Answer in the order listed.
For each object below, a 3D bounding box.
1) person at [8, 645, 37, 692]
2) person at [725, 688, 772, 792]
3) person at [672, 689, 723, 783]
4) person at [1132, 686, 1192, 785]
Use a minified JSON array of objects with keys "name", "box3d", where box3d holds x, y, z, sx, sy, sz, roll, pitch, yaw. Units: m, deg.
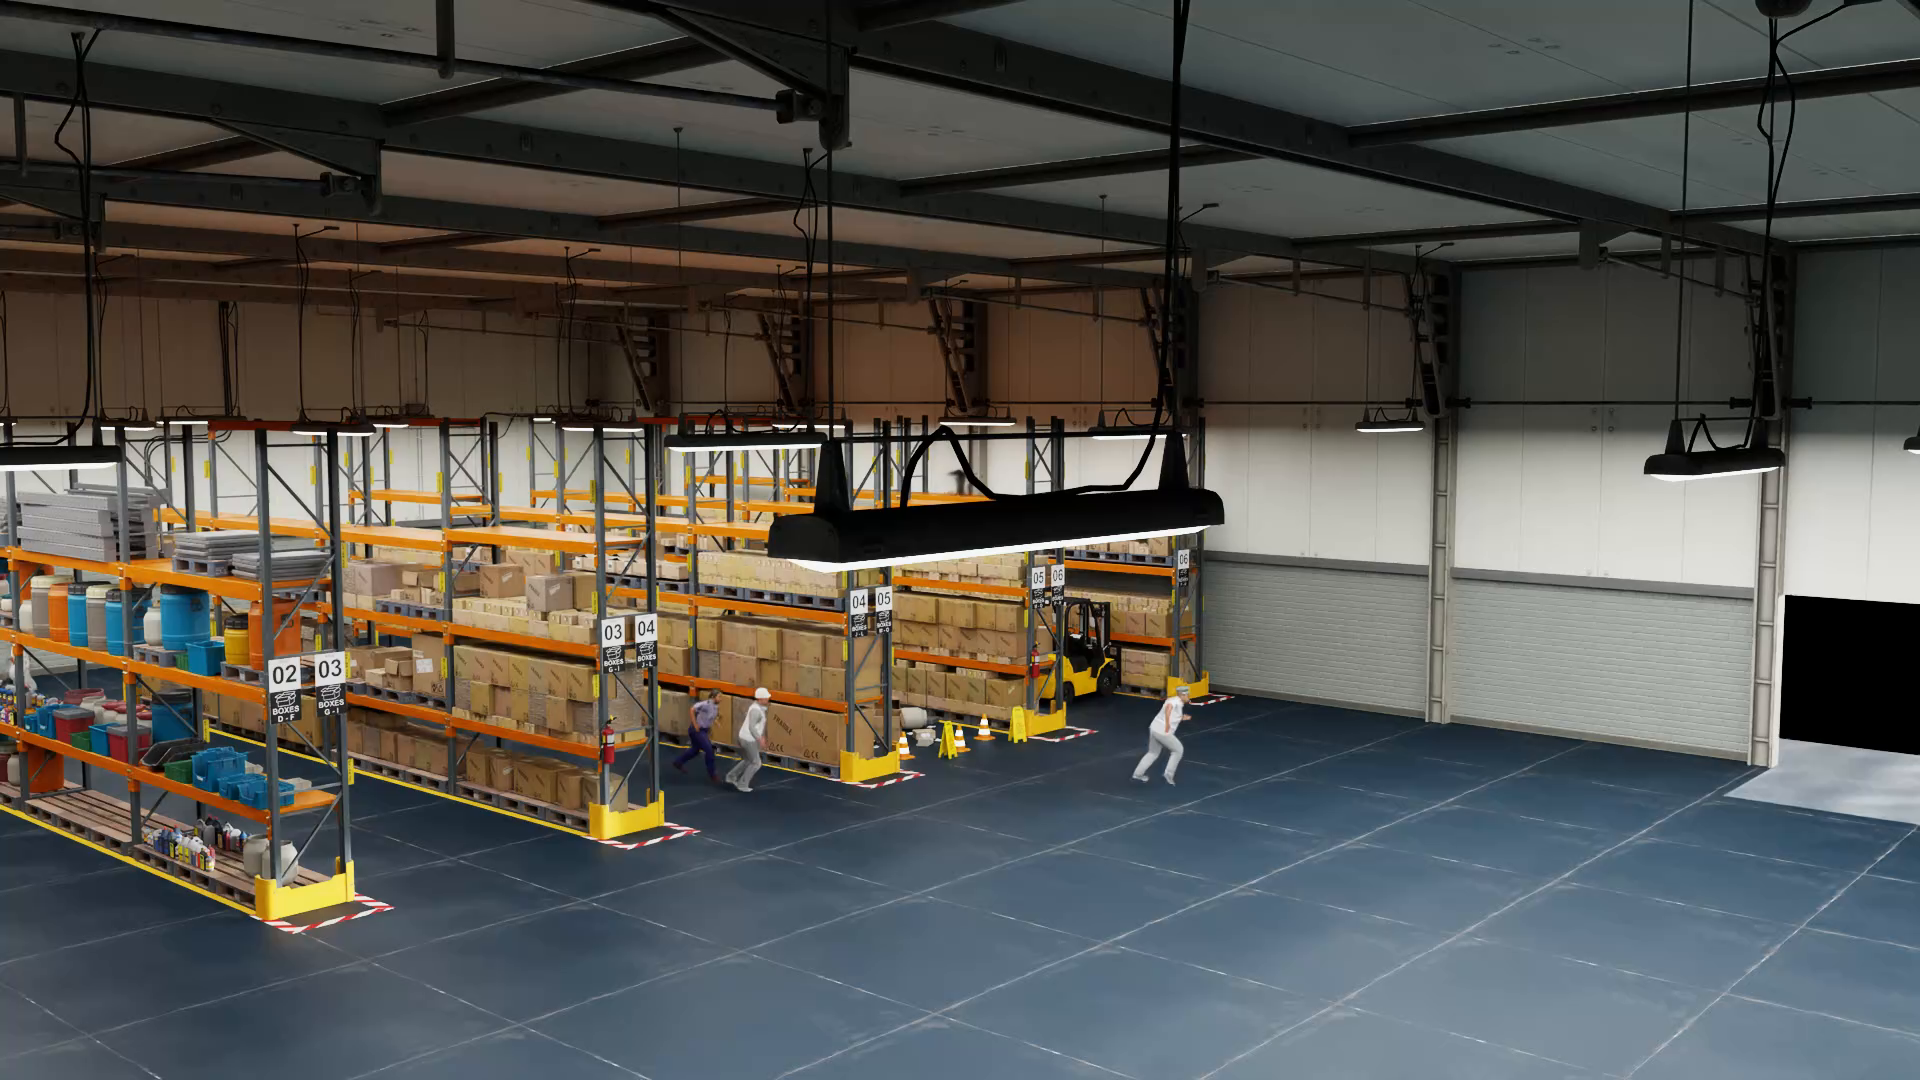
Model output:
[{"name":"person","box3d":[-19.178,2.721,33.943,0.521,1.575,0.744,-3,6,-35]},{"name":"person","box3d":[-3.436,3.251,27.032,0.773,1.724,0.636,-1,5,-10]},{"name":"person","box3d":[-4.409,3.269,27.804,0.972,1.617,0.650,2,5,21]},{"name":"person","box3d":[3.359,3.269,27.475,1.018,1.692,0.704,-1,5,-11]}]
